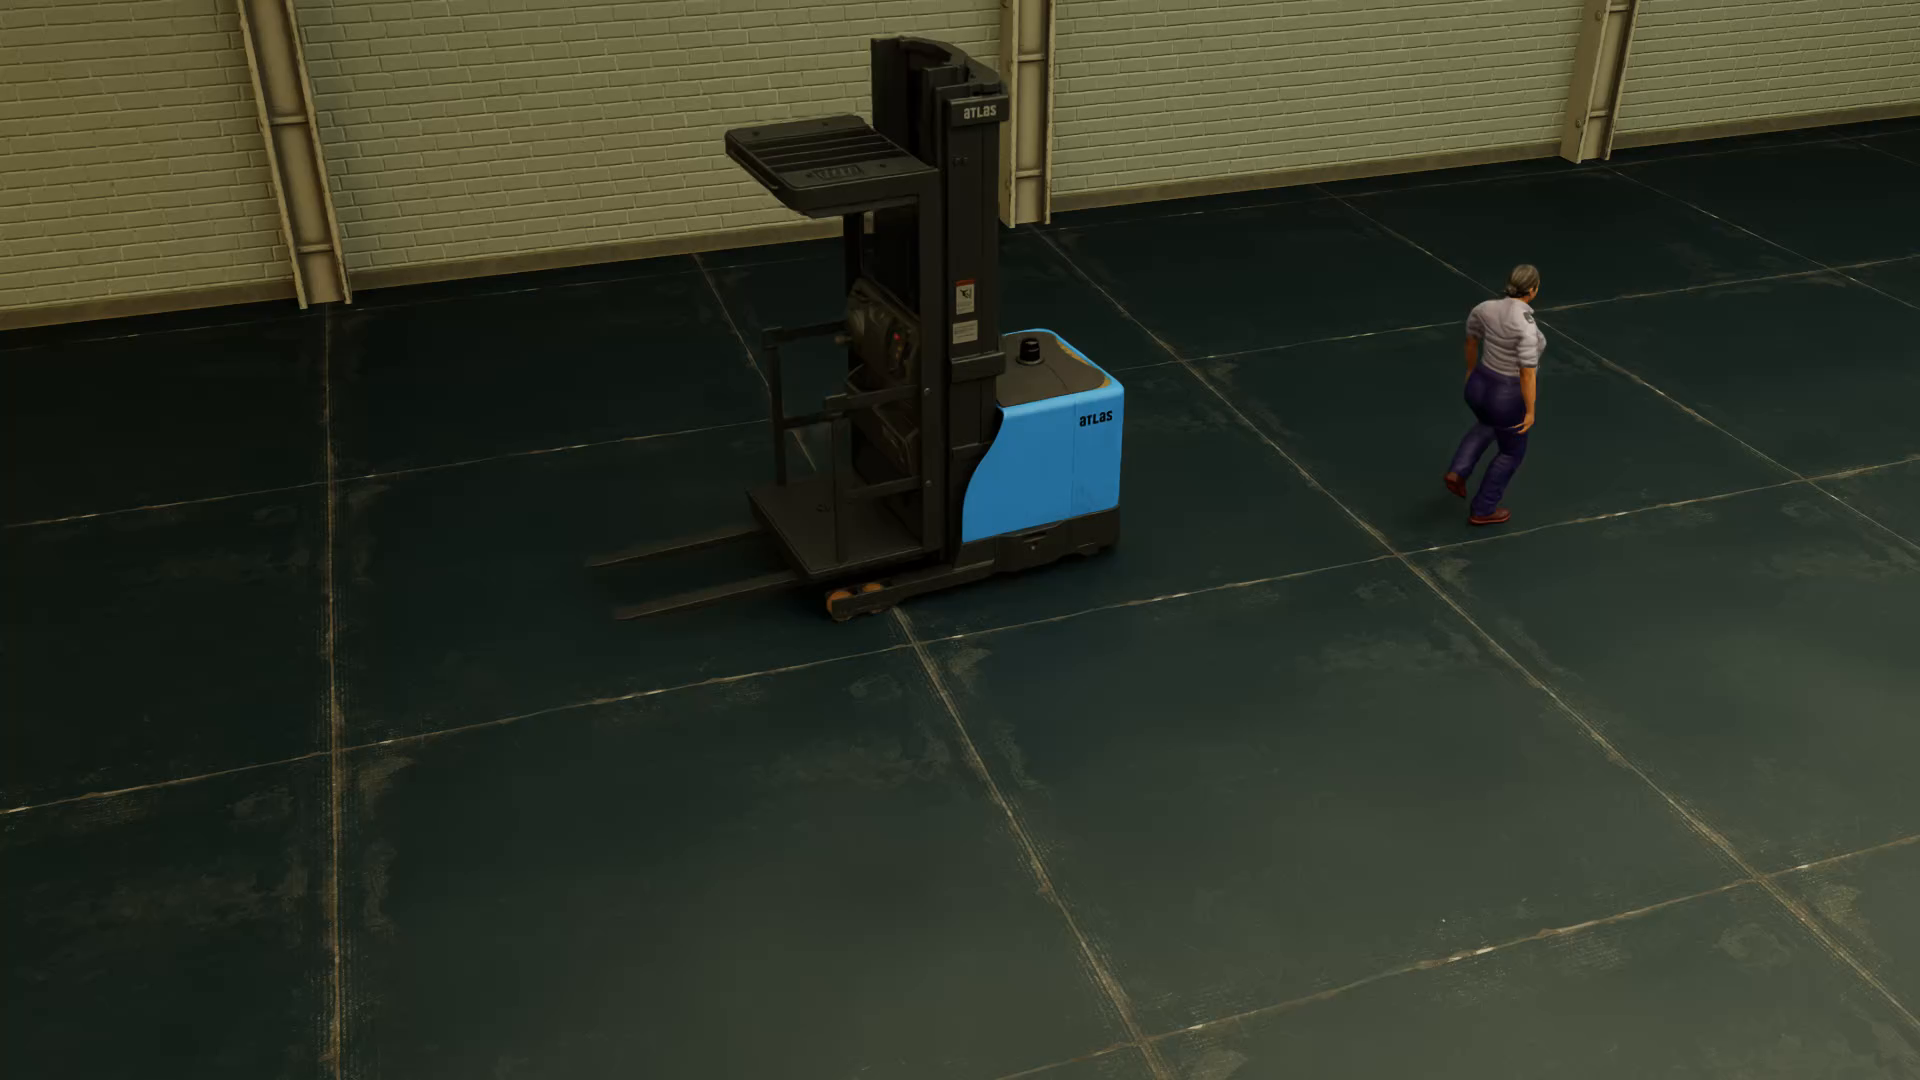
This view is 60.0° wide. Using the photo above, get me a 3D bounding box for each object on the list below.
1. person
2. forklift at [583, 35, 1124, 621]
[{"bbox_3d":[3.255,-0.884,9.933,0.457,1.631,0.613,-17,34,-27],"label":"person"},{"bbox_3d":[-0.612,-1.121,9.035,3.031,2.935,1.130,-13,32,-21],"label":"forklift"}]
